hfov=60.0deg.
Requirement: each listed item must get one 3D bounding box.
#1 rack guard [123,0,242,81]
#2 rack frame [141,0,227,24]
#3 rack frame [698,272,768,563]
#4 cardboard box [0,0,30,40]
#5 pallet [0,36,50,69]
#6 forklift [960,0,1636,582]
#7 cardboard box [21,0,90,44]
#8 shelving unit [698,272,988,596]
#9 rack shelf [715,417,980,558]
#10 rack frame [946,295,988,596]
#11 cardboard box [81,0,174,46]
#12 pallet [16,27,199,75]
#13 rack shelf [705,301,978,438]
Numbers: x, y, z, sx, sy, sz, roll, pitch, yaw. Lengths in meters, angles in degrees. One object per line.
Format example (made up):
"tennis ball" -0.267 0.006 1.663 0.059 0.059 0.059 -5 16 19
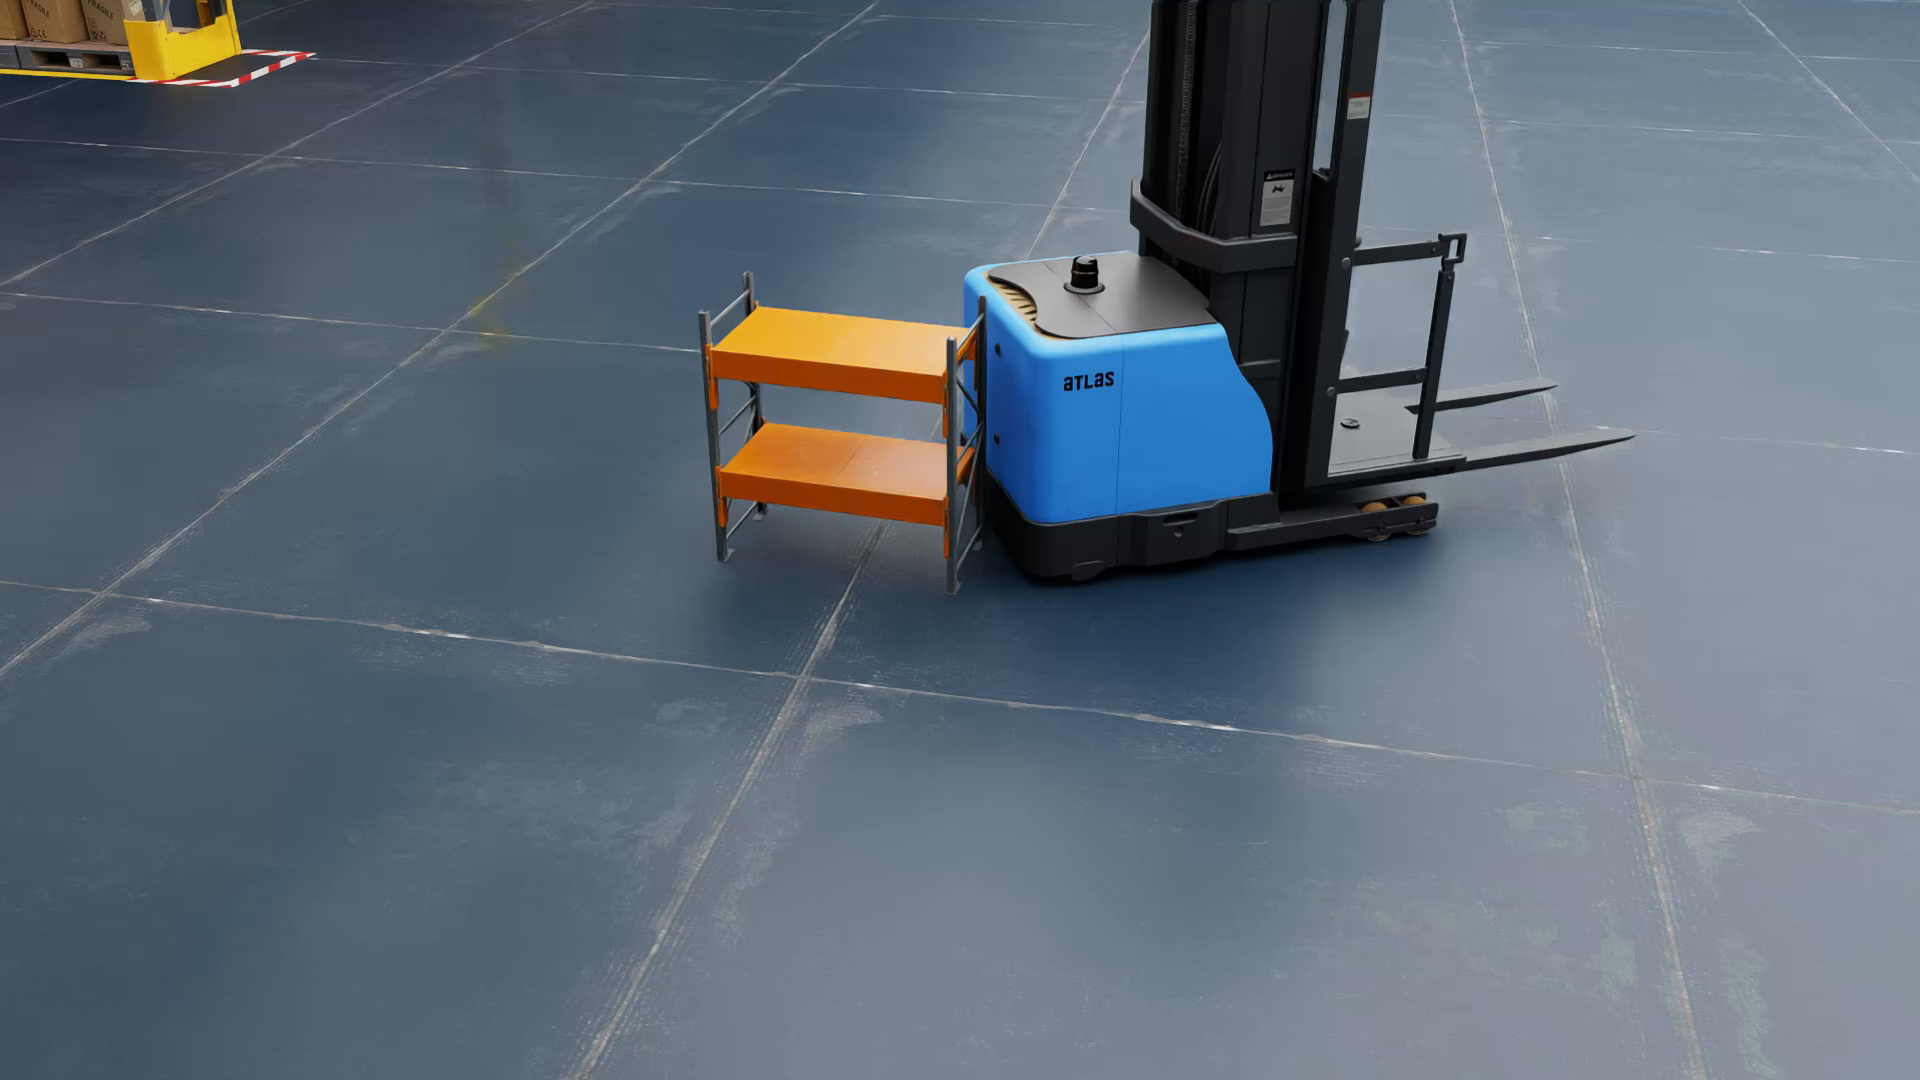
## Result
"rack guard" -7.011 -4.549 15.038 0.348 0.500 1.175 6 29 11
"rack frame" -6.937 -5.637 14.424 0.127 3.000 1.000 6 29 11
"rack frame" -0.949 -0.513 7.015 0.032 1.125 0.500 8 30 14
"cardboard box" -8.744 -4.911 15.263 0.500 0.500 0.500 9 30 15
"pallet" -8.988 -4.643 15.512 1.213 0.211 1.003 6 29 11
"forklift" 1.578 -1.513 6.961 3.031 2.935 1.130 -8 30 -15
"cardboard box" -8.136 -4.839 15.132 0.500 0.500 0.500 14 32 24
"shelving unit" -0.460 -0.446 6.894 1.048 1.125 0.538 8 30 14
"rack shelf" -0.460 -0.232 7.011 1.000 0.278 0.538 8 30 14
"rack frame" 0.029 -0.379 6.772 0.032 1.125 0.500 8 30 14
"cardboard box" -7.544 -4.796 15.052 0.500 0.500 0.500 11 31 20
"pallet" -7.799 -4.520 15.286 1.213 0.211 1.003 6 29 11
"rack shelf" -0.460 -0.703 6.753 1.000 0.278 0.538 8 30 14
